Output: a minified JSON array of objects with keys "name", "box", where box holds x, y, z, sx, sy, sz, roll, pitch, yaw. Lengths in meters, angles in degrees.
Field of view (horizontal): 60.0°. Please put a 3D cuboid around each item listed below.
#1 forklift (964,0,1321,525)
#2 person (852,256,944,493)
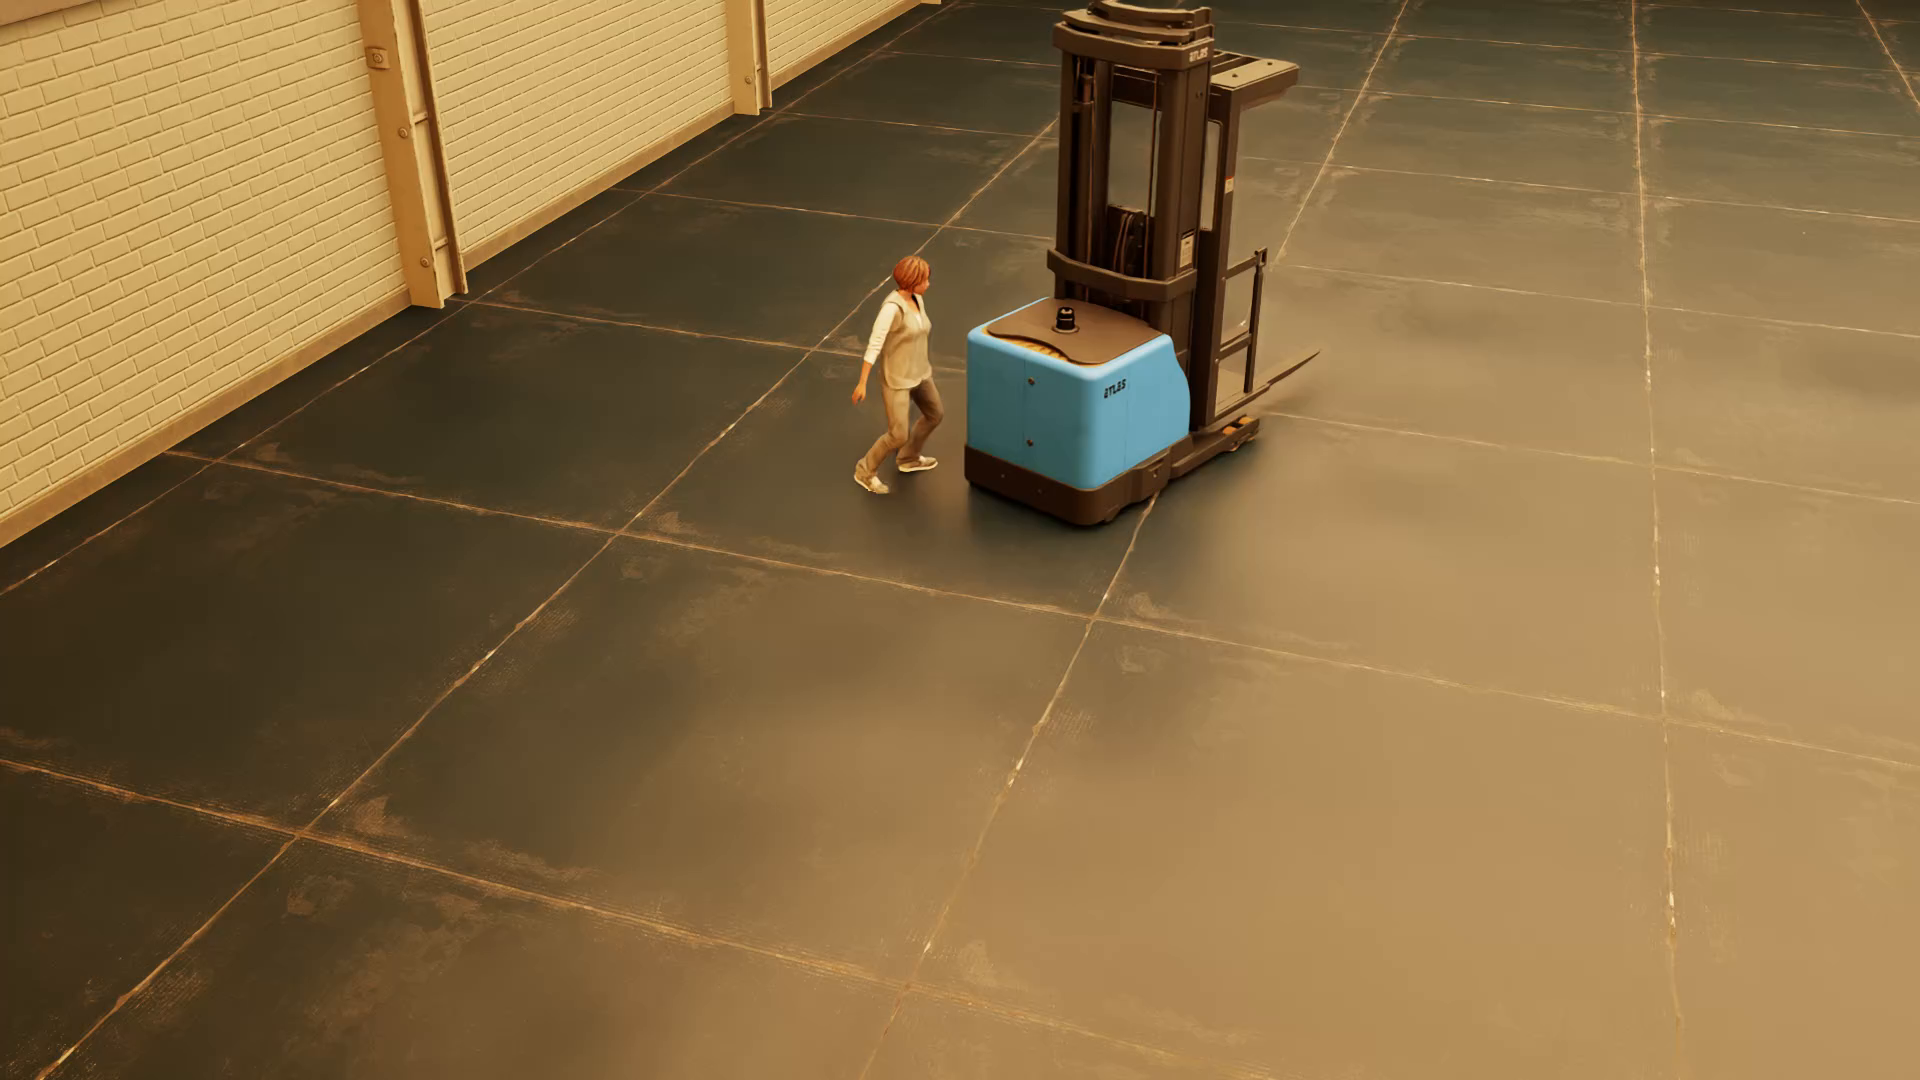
[{"name":"forklift","box":[1.377,-2.013,10.667,1.130,2.935,3.031,23,37,35]},{"name":"person","box":[-0.426,-1.013,10.366,0.440,1.548,0.747,17,34,27]}]
